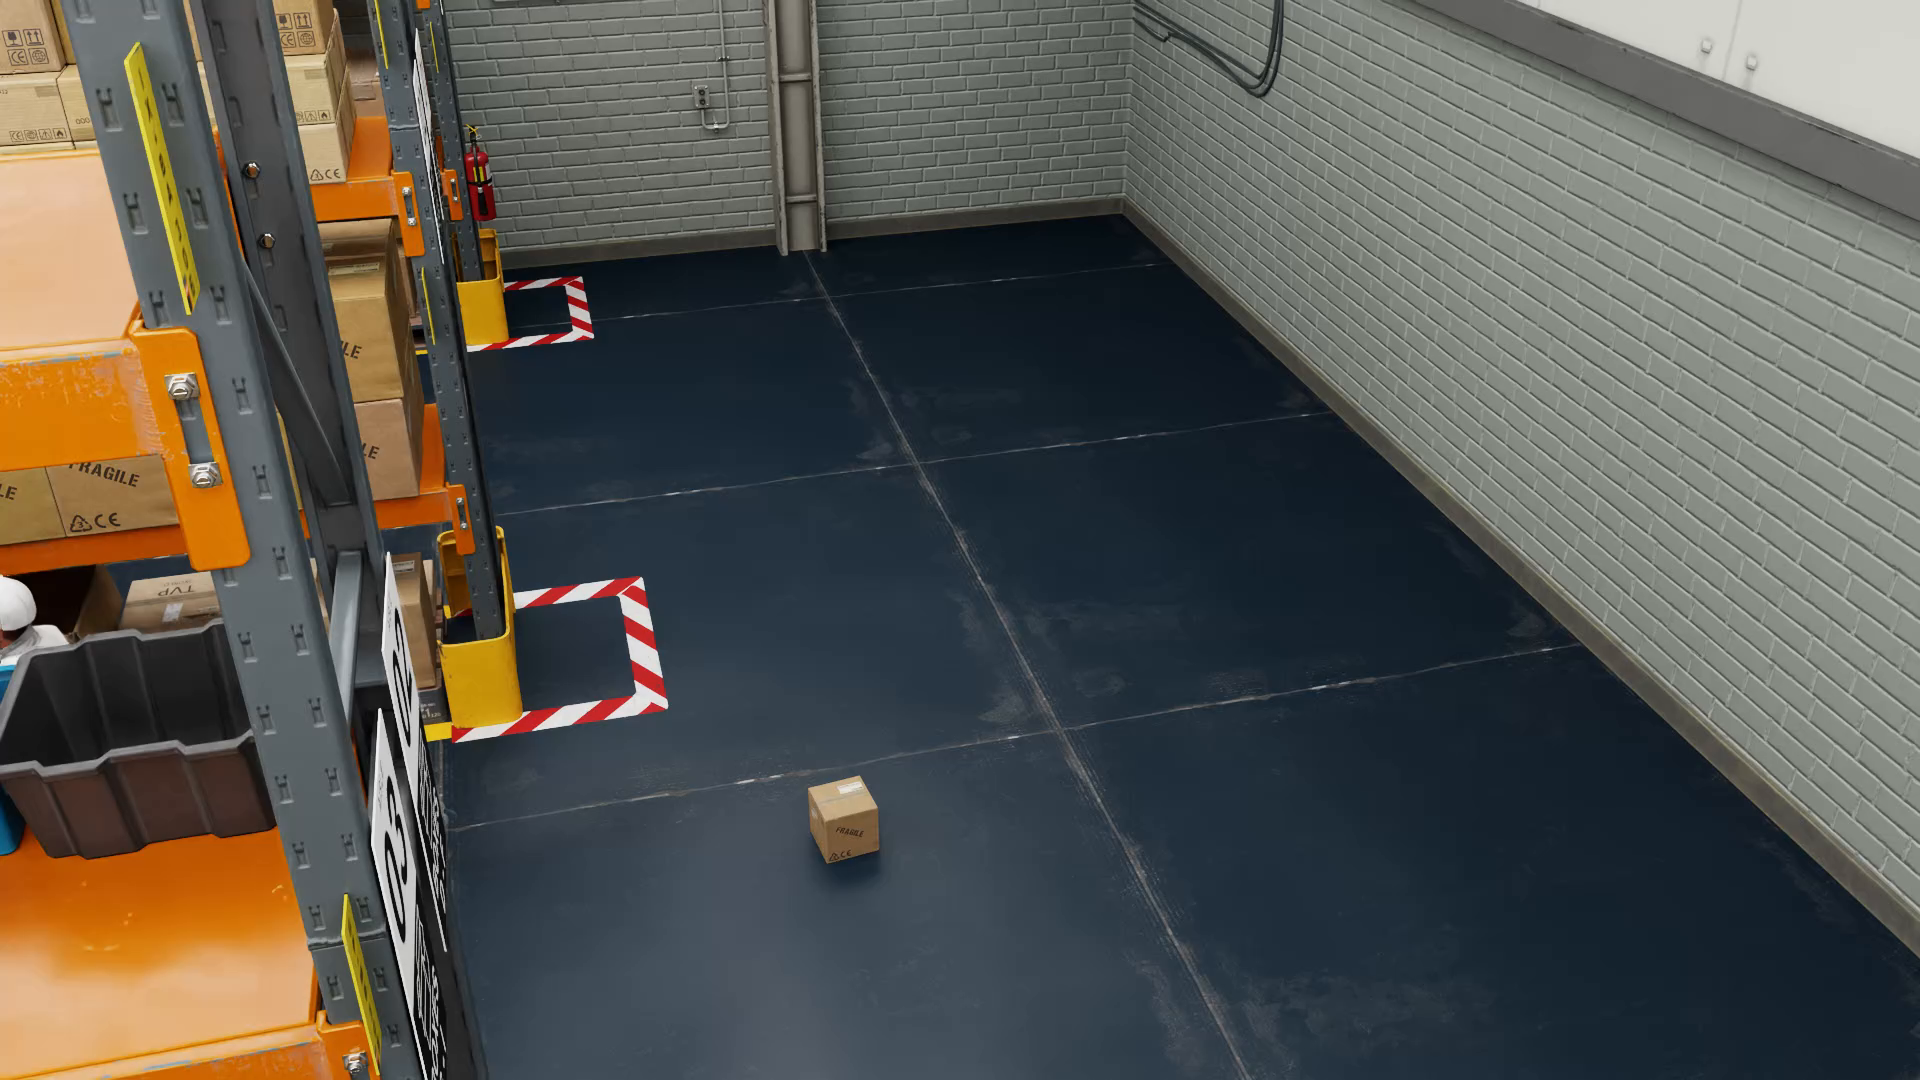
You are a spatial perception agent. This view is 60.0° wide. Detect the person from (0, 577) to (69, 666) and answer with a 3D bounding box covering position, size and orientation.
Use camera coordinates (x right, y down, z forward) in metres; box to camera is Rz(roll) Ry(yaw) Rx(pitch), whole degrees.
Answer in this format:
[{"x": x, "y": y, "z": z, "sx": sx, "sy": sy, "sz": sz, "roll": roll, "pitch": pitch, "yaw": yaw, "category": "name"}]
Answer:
[{"x": -3.753, "y": 0.905, "z": 6.620, "sx": 0.995, "sy": 1.720, "sz": 0.552, "roll": -6, "pitch": 31, "yaw": -10, "category": "person"}]
